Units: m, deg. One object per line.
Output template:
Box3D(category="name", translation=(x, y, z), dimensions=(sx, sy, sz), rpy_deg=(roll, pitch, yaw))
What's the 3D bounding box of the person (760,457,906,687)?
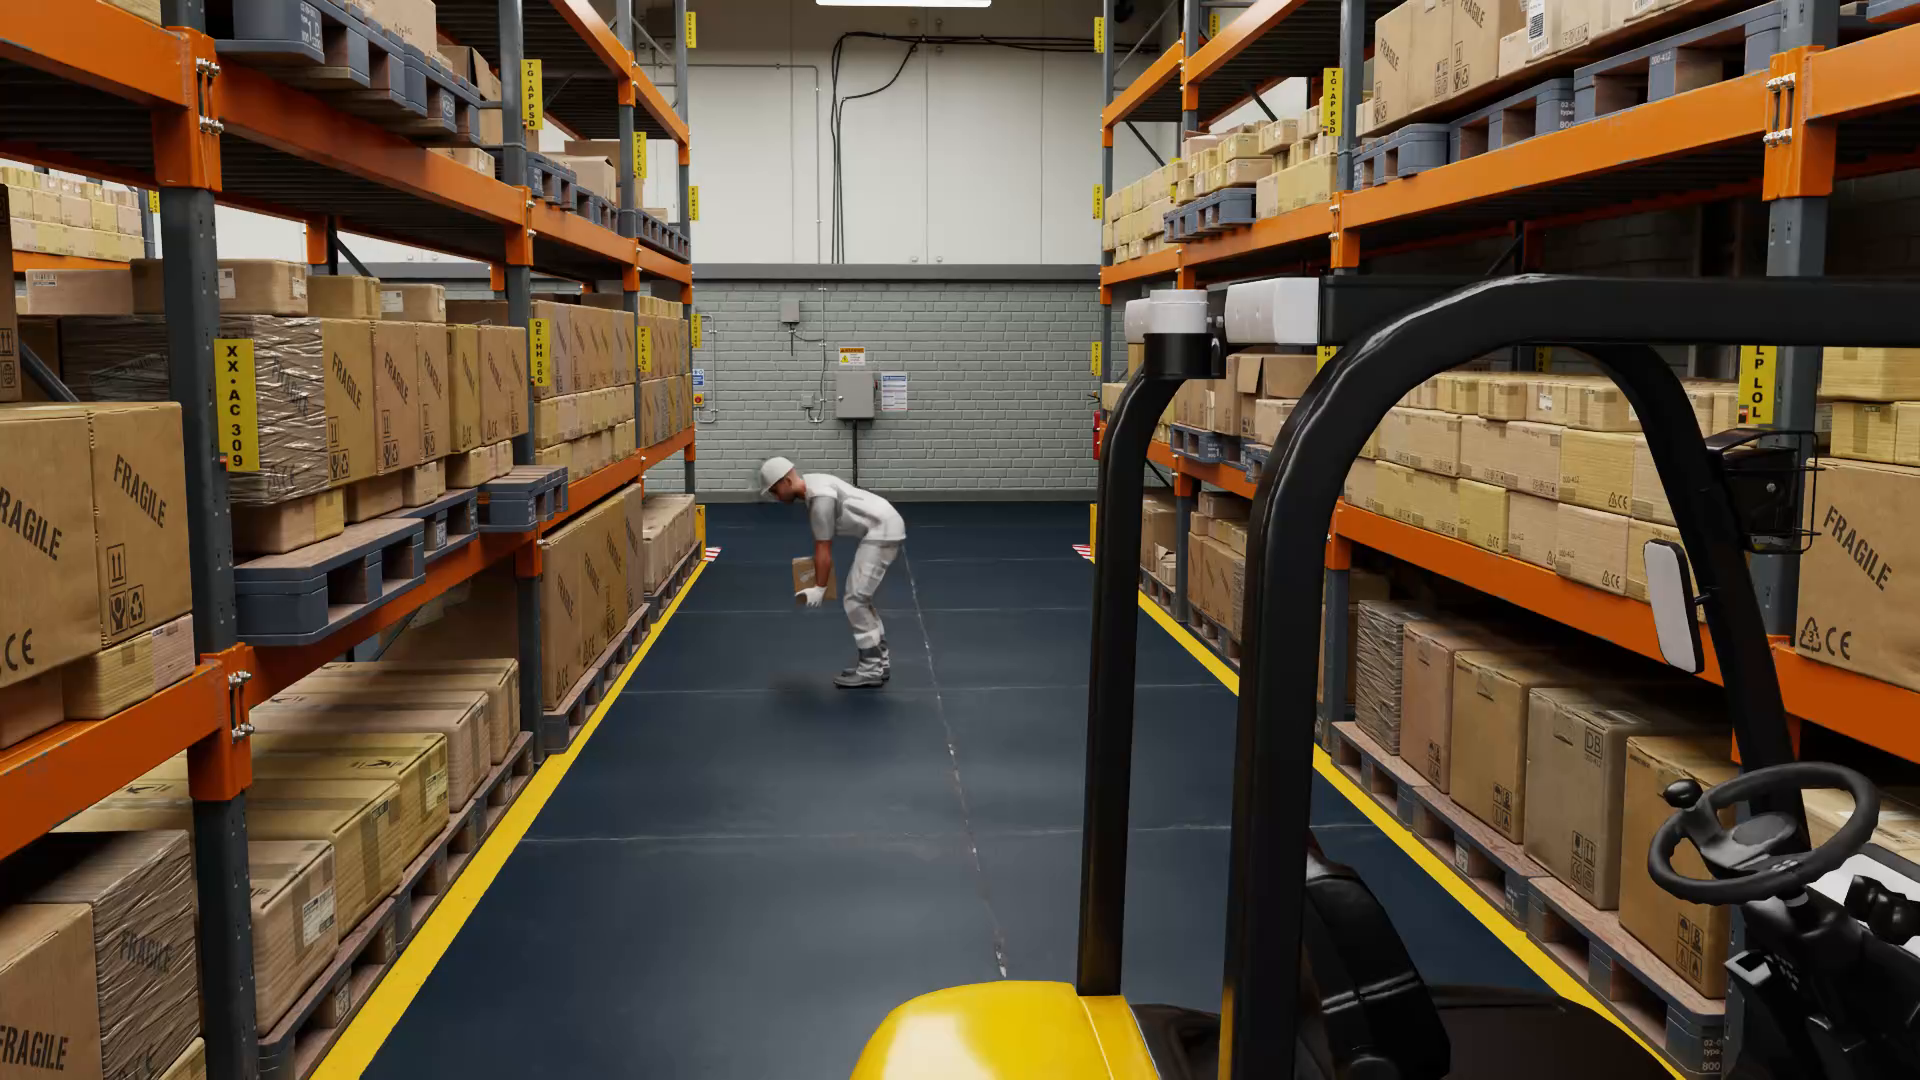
Box3D(category="person", translation=(-0.772, 0.188, 10.185), dimensions=(0.886, 1.401, 0.485), rpy_deg=(-1, 7, -5))
